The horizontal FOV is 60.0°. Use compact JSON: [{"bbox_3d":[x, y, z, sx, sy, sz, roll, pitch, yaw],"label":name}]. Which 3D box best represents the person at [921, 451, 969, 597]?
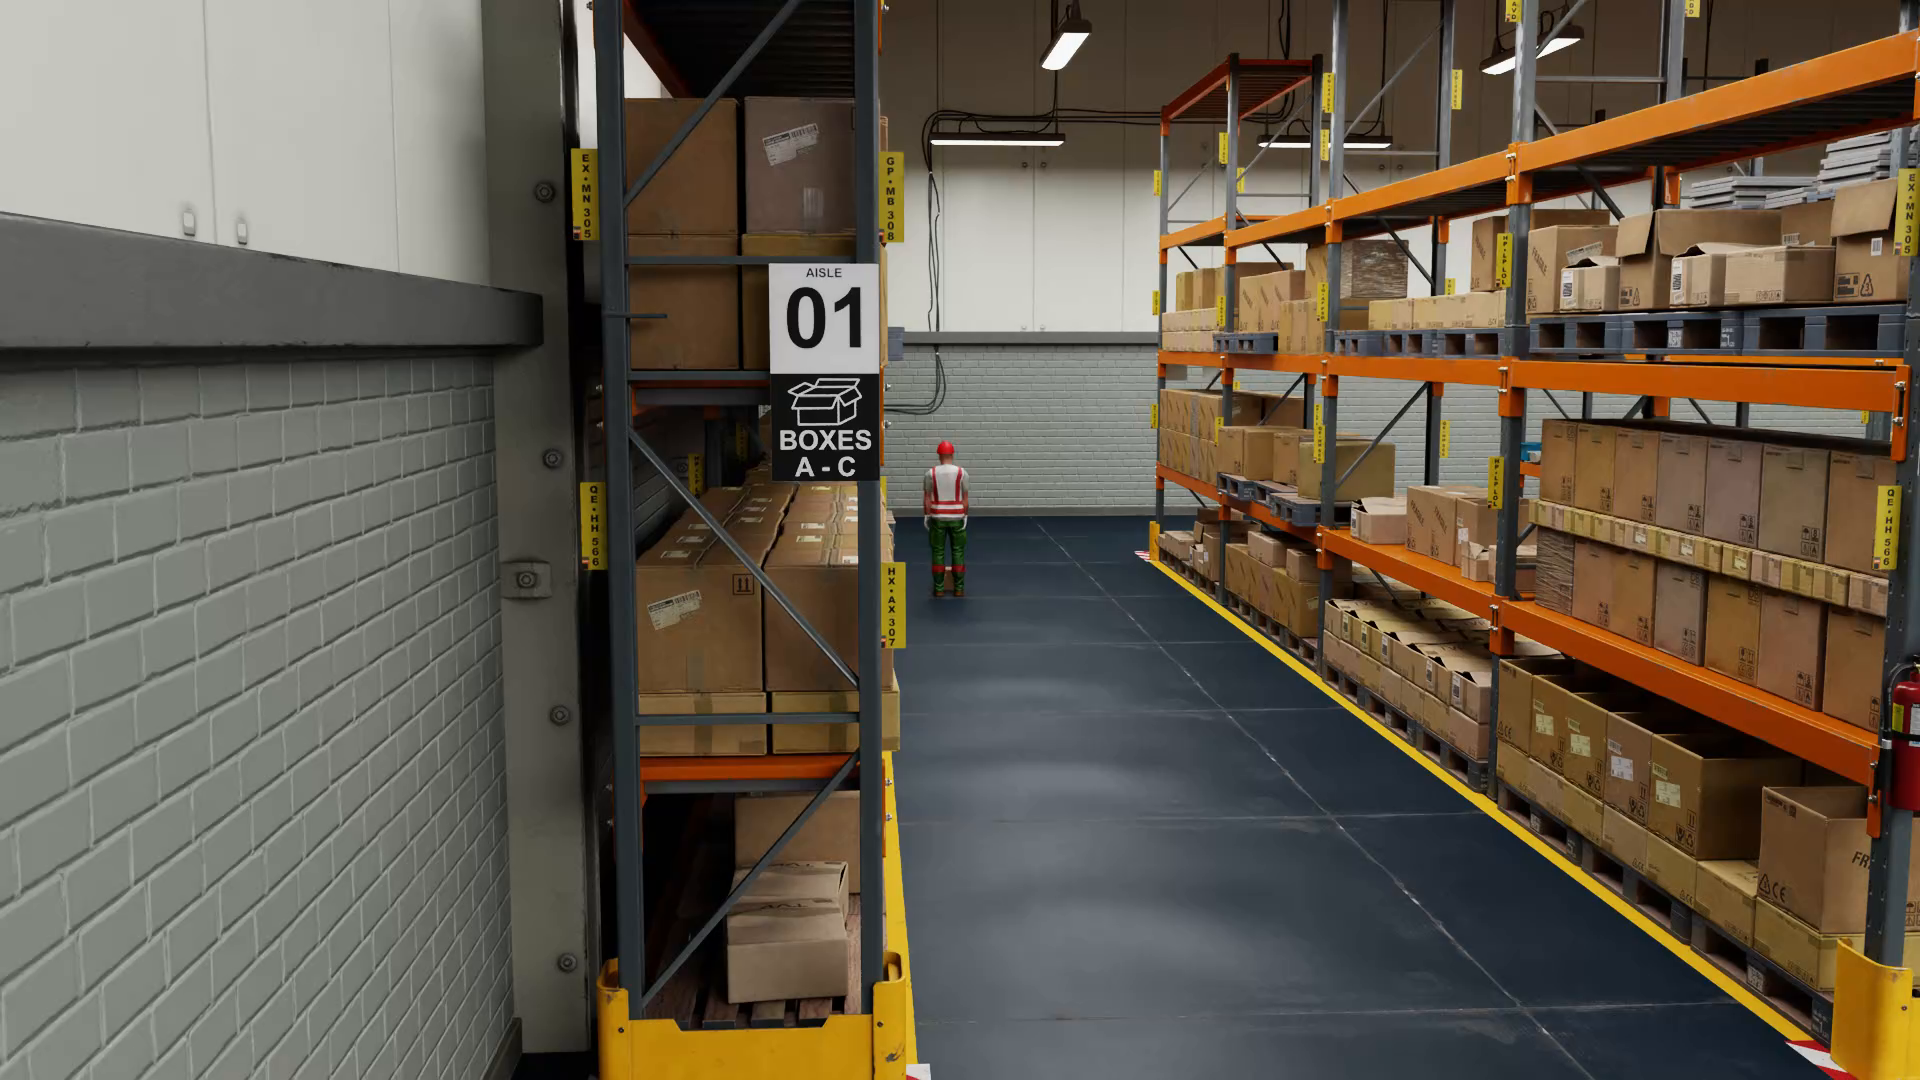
[{"bbox_3d":[-0.175,-0.188,19.257,0.560,1.666,0.558,0,7,-3],"label":"person"}]
